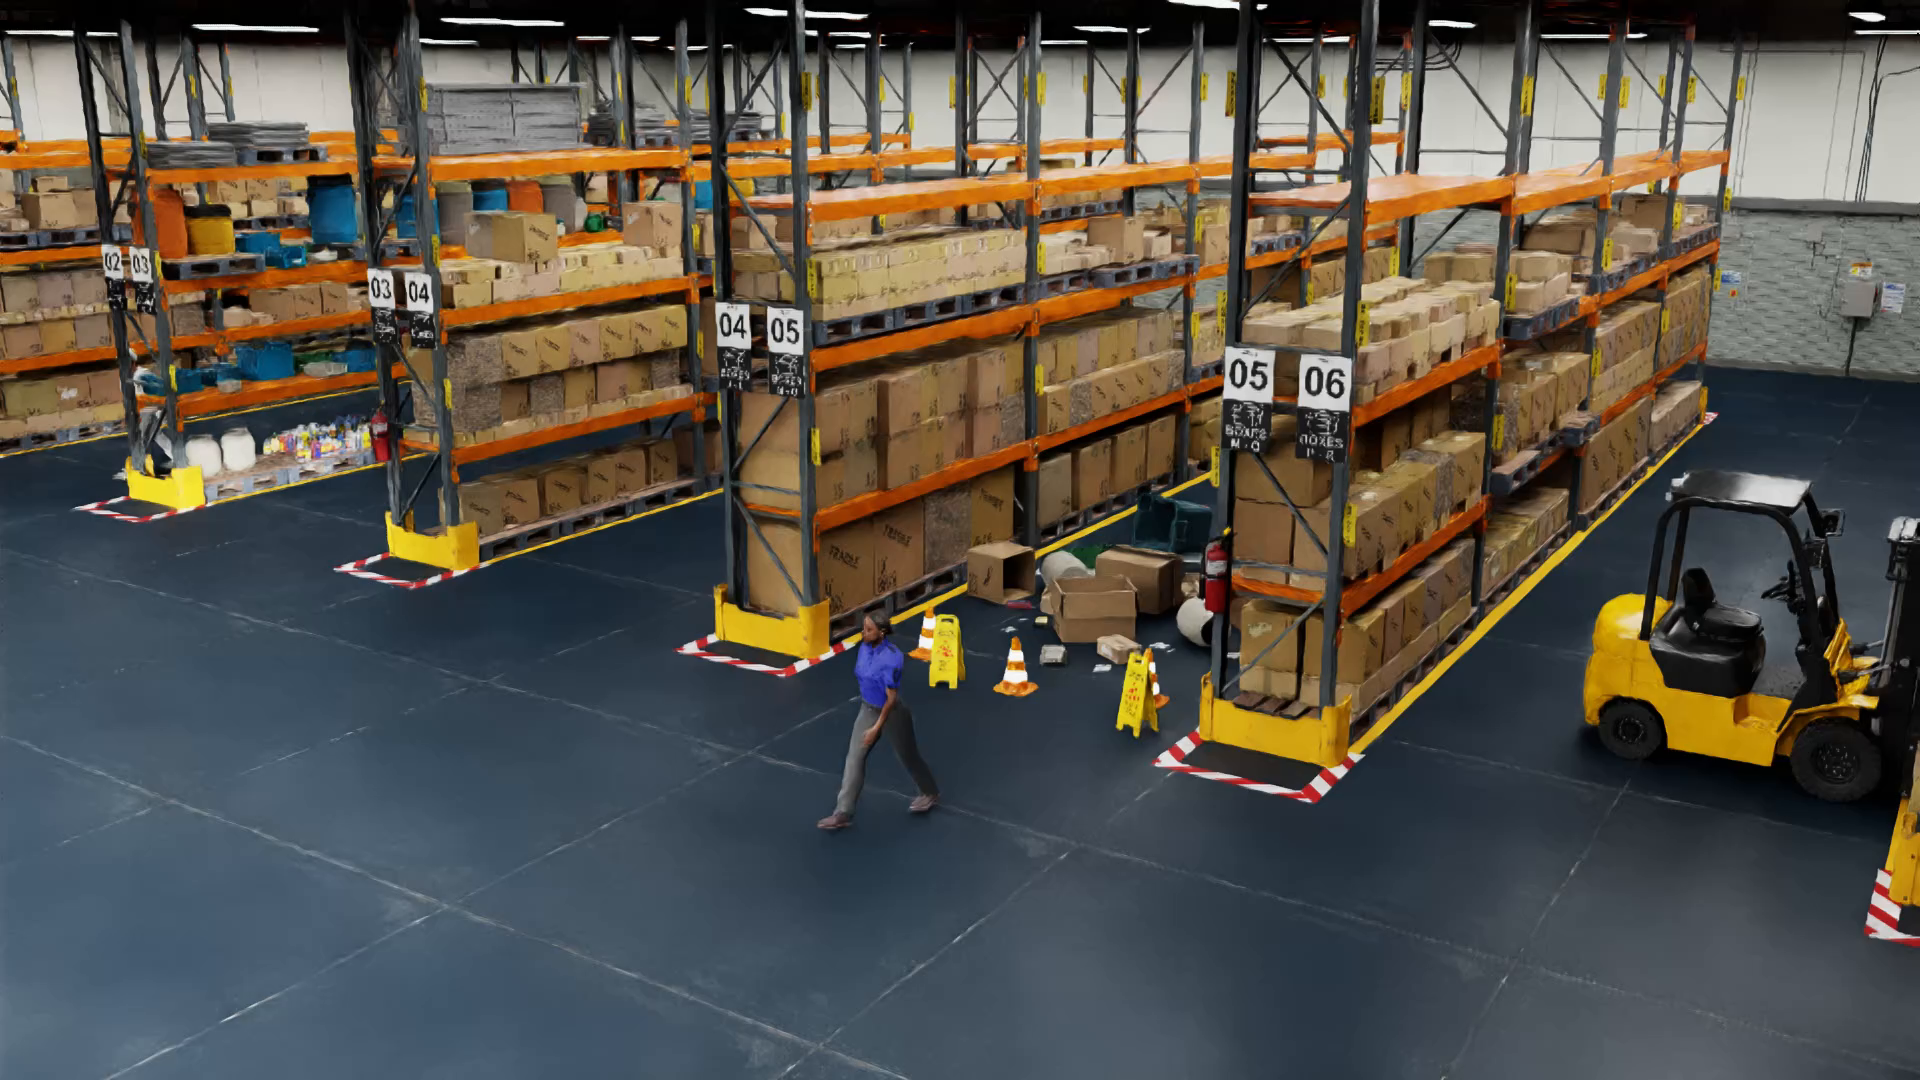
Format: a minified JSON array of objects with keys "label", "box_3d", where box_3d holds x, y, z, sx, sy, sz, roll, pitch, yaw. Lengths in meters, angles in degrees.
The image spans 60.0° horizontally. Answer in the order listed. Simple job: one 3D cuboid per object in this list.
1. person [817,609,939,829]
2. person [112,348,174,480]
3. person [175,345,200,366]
[{"label":"person","box_3d":[-0.555,1.238,11.738,0.436,1.579,1.000,13,20,40]},{"label":"person","box_3d":[-10.940,-1.710,22.123,0.563,1.702,1.106,11,19,34]},{"label":"person","box_3d":[-13.040,-3.379,28.097,0.449,1.737,0.594,0,16,1]}]
